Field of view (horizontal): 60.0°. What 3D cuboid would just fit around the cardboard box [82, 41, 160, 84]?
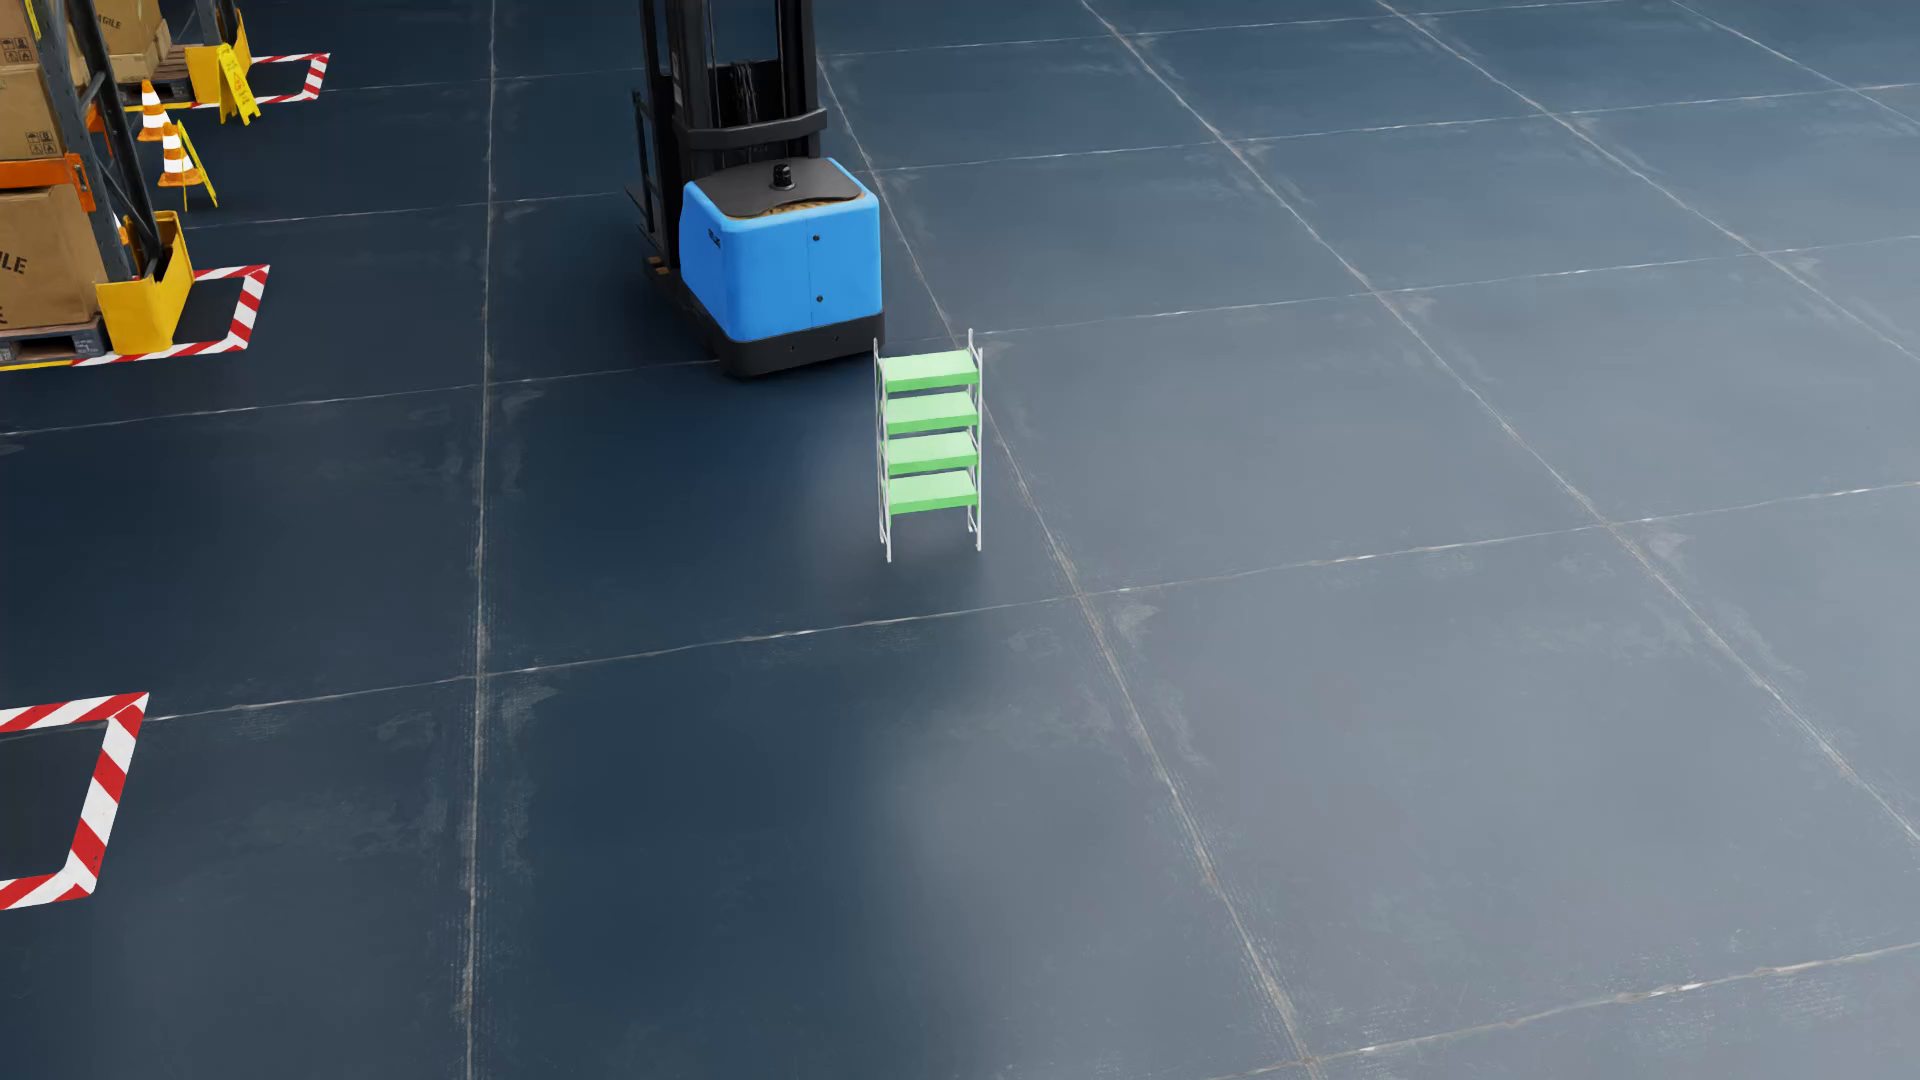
[{"bbox_3d":[-7.399,-4.228,14.672,0.500,0.250,0.500,-7,35,-11],"label":"cardboard box"}]

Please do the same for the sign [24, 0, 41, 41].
[{"bbox_3d":[-5.350,-3.048,9.572,0.005,0.325,0.100,-7,35,-11],"label":"sign"}]

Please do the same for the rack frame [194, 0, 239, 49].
[{"bbox_3d":[-6.646,-5.443,14.393,0.127,3.000,1.000,-7,35,-11],"label":"rack frame"}]

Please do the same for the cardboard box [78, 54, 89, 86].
[{"bbox_3d":[-7.882,-4.171,14.588,0.500,0.250,0.500,-7,35,-10],"label":"cardboard box"}]

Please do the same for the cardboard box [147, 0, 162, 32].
[{"bbox_3d":[-7.517,-4.835,14.904,0.500,0.500,0.500,-8,35,-12],"label":"cardboard box"}]

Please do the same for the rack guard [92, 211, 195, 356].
[{"bbox_3d":[-5.432,-1.731,11.103,0.348,0.500,1.175,-7,35,-11],"label":"rack guard"}]

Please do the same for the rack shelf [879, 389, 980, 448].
[{"bbox_3d":[-0.161,-0.624,8.510,0.480,0.148,0.258,-7,35,-11],"label":"rack shelf"}]

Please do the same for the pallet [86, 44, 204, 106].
[{"bbox_3d":[-7.521,-4.196,15.036,1.213,0.211,1.003,-7,35,-11],"label":"pallet"}]

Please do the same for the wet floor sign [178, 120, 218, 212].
[{"bbox_3d":[-5.864,-2.868,12.667,0.232,0.644,0.267,-13,36,-19],"label":"wet floor sign"}]

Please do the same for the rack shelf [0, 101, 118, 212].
[{"bbox_3d":[-7.407,-2.221,10.236,4.000,0.370,1.077,-7,35,-11],"label":"rack shelf"}]

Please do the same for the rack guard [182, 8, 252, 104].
[{"bbox_3d":[-6.720,-4.396,15.075,0.348,0.500,1.175,-7,35,-11],"label":"rack guard"}]

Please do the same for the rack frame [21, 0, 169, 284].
[{"bbox_3d":[-5.456,-2.766,10.402,0.127,3.000,1.000,-7,35,-11],"label":"rack frame"}]

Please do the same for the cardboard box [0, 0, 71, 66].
[{"bbox_3d":[-5.826,-3.252,10.023,0.550,0.550,0.875,-7,35,-11],"label":"cardboard box"}]

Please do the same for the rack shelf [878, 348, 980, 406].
[{"bbox_3d":[-0.161,-0.823,8.377,0.480,0.148,0.258,-7,35,-11],"label":"rack shelf"}]

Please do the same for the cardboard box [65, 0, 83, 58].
[{"bbox_3d":[-7.879,-4.481,14.377,0.500,0.500,0.500,-6,34,-9],"label":"cardboard box"}]

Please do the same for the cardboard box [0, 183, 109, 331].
[{"bbox_3d":[-6.103,-1.938,10.700,0.875,0.875,0.875,-7,34,-10],"label":"cardboard box"}]

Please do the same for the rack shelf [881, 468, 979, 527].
[{"bbox_3d":[-0.161,-0.226,8.778,0.480,0.148,0.258,-7,35,-11],"label":"rack shelf"}]

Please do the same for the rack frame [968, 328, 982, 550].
[{"bbox_3d":[0.077,-0.508,8.653,0.015,1.200,0.240,-7,35,-11],"label":"rack frame"}]

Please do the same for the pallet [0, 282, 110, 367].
[{"bbox_3d":[-6.218,-1.467,10.969,1.213,0.211,1.003,-7,35,-11],"label":"pallet"}]

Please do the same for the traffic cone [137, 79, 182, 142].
[{"bbox_3d":[-6.781,-3.636,13.976,0.334,0.463,0.336,-7,35,-11],"label":"traffic cone"}]

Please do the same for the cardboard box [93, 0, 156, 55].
[{"bbox_3d":[-7.370,-4.547,14.475,0.500,0.500,0.500,-7,34,-10],"label":"cardboard box"}]

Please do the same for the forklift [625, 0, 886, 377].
[{"bbox_3d":[-1.575,-3.040,10.873,1.130,2.935,3.031,-15,37,-21],"label":"forklift"}]

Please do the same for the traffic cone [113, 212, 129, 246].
[{"bbox_3d":[-6.287,-2.419,12.162,0.334,0.463,0.336,-7,35,-11],"label":"traffic cone"}]

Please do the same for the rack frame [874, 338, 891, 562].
[{"bbox_3d":[-0.399,-0.448,8.564,0.015,1.200,0.240,-7,35,-11],"label":"rack frame"}]

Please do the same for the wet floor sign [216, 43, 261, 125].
[{"bbox_3d":[-6.225,-3.908,14.217,0.232,0.644,0.267,4,34,6],"label":"wet floor sign"}]

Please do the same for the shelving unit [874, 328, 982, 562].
[{"bbox_3d":[-0.161,-0.478,8.608,0.503,1.200,0.258,-7,35,-11],"label":"shelving unit"}]

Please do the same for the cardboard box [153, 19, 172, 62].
[{"bbox_3d":[-7.494,-4.527,15.118,0.500,0.250,0.500,-7,35,-11],"label":"cardboard box"}]

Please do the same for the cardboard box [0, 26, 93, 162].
[{"bbox_3d":[-5.808,-2.758,10.256,0.550,0.550,0.875,-7,35,-11],"label":"cardboard box"}]

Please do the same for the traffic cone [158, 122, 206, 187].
[{"bbox_3d":[-6.205,-3.075,13.139,0.334,0.463,0.336,-7,35,-11],"label":"traffic cone"}]

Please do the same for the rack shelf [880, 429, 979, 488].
[{"bbox_3d":[-0.161,-0.425,8.644,0.480,0.148,0.258,-7,35,-11],"label":"rack shelf"}]
